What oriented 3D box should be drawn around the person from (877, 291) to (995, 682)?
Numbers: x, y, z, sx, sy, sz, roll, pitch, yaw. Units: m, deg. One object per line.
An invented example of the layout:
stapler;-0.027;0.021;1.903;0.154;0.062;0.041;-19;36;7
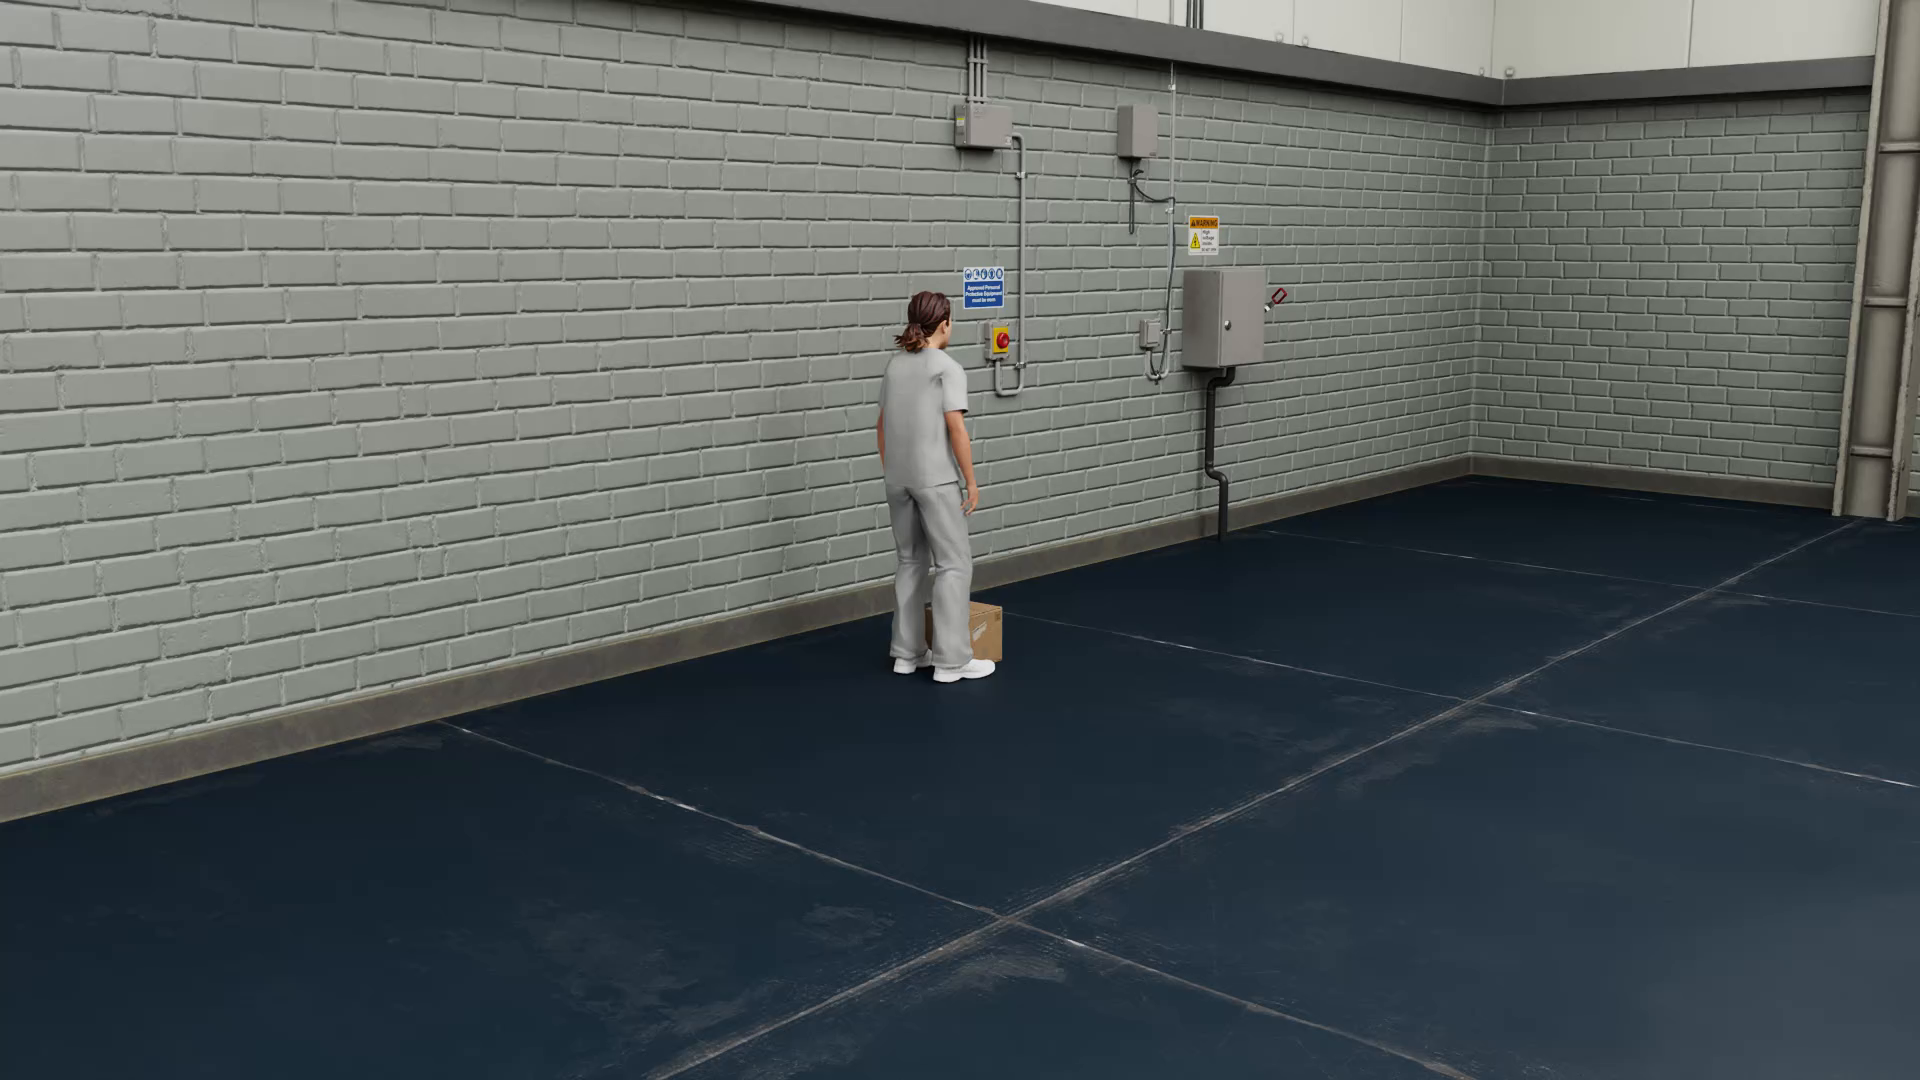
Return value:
person;-0.134;-0.237;7.223;0.516;1.672;0.355;8;13;38
